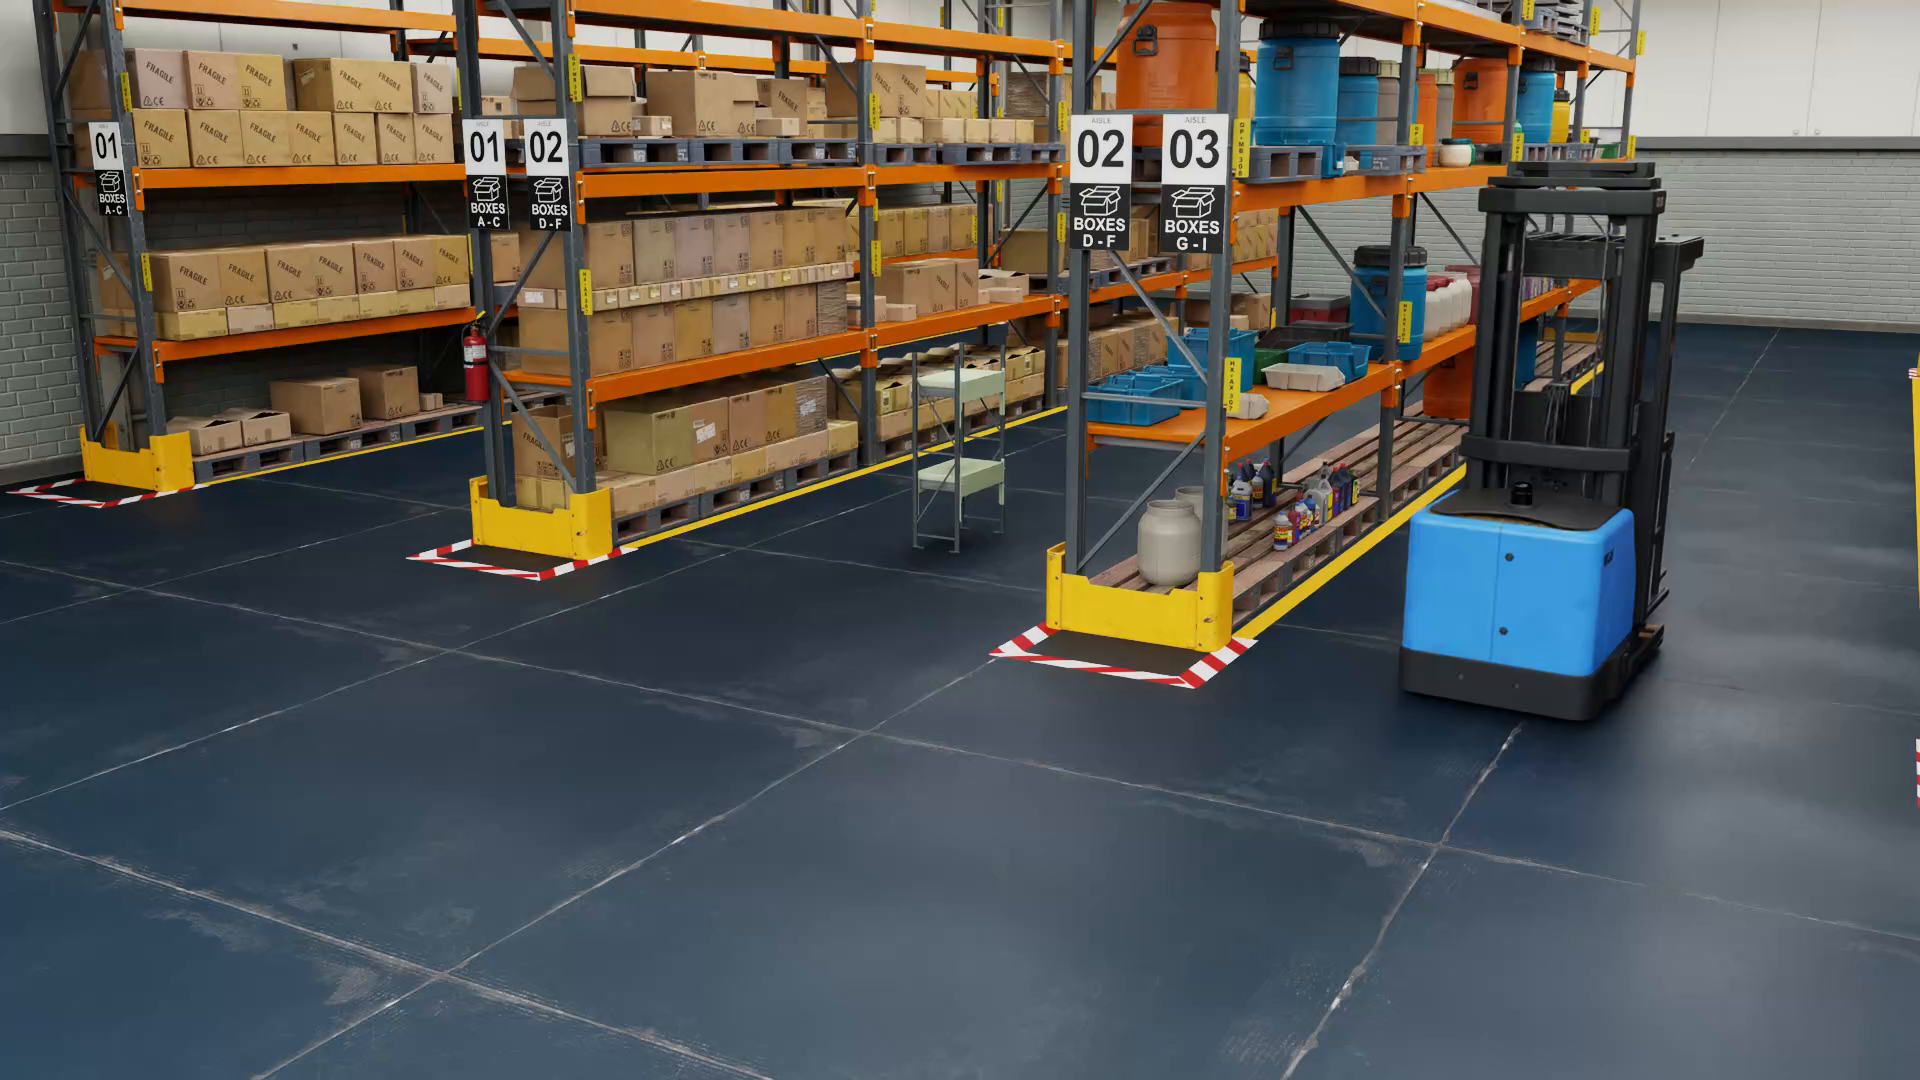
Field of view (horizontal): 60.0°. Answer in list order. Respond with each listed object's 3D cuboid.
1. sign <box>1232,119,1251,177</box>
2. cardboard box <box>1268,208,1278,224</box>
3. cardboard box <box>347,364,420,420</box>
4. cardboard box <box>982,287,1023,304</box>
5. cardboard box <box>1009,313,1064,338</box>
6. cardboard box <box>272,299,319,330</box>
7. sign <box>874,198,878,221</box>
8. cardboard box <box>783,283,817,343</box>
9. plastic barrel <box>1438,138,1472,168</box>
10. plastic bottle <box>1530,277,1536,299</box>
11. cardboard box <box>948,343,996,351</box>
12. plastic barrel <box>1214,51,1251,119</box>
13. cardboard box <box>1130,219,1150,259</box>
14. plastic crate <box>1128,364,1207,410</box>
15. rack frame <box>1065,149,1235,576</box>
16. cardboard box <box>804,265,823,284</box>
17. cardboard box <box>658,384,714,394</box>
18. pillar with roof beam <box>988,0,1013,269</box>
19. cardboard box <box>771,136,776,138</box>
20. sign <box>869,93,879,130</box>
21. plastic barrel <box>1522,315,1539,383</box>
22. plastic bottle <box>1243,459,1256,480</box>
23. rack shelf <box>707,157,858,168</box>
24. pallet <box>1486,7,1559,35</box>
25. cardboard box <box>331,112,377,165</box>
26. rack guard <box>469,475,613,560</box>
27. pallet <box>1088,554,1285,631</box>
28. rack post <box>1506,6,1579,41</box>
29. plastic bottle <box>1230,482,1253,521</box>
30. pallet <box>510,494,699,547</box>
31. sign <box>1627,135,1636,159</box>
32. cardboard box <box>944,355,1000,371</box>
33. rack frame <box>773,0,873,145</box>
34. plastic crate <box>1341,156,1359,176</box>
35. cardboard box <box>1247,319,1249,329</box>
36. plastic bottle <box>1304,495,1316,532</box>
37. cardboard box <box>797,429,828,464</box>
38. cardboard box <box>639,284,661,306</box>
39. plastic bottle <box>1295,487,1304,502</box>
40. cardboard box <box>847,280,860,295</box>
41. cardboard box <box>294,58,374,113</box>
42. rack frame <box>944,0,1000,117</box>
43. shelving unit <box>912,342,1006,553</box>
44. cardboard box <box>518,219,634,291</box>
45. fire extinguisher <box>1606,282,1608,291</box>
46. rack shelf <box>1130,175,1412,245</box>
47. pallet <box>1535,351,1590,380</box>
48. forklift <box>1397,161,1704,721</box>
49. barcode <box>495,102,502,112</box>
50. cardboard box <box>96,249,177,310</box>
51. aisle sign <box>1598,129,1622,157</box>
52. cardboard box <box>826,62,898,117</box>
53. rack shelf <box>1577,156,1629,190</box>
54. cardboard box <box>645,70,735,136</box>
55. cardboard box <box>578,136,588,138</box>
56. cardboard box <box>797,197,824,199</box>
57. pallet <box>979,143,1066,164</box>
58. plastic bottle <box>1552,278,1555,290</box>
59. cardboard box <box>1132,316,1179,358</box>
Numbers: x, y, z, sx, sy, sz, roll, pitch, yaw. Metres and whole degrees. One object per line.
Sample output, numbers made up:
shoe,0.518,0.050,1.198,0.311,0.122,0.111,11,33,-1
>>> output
sign,1.611,-2.245,9.525,0.100,0.325,0.005,7,15,28
cardboard box,4.557,-5.102,25.450,0.500,0.500,0.500,7,15,28
cardboard box,-6.074,-1.570,17.539,0.500,0.500,0.500,6,15,24
cardboard box,0.471,-2.711,18.414,0.380,0.149,0.250,7,15,28
cardboard box,0.935,-2.642,20.389,0.500,0.250,0.500,8,16,30
cardboard box,-6.537,-2.181,15.957,0.500,0.250,0.500,7,15,27
sign,-1.260,-4.895,24.635,0.100,0.325,0.005,7,15,28
cardboard box,-1.728,-2.076,15.031,0.700,0.500,0.500,7,15,27
plastic barrel,4.588,-3.590,15.421,0.301,0.262,0.301,0,14,0
plastic bottle,6.427,-2.876,18.828,0.152,0.276,0.135,7,15,28
cardboard box,0.154,-2.115,19.179,0.500,0.311,0.500,8,16,30
plastic barrel,1.571,-2.848,10.747,0.600,0.588,0.600,0,14,0
cardboard box,2.173,-4.050,22.324,0.700,0.500,0.500,2,14,9
plastic crate,1.430,-1.042,11.274,0.499,0.251,0.408,7,15,28
rack frame,1.131,-0.845,10.140,1.000,3.000,0.127,7,15,28
cardboard box,-1.459,-2.407,15.022,0.380,0.149,0.250,7,15,26
cardboard box,-2.491,-1.092,14.535,0.500,0.500,0.500,7,15,28
pillar with roof beam,4.510,-8.331,28.390,9.100,9.000,0.400,7,15,28
cardboard box,-2.772,-5.765,22.996,0.700,0.500,0.500,7,15,28
sign,-0.783,-3.914,15.194,0.100,0.325,0.005,7,15,28
plastic barrel,6.654,-2.382,20.094,0.600,0.901,0.708,7,15,28
plastic bottle,2.312,-0.474,13.311,0.144,0.351,0.185,8,16,30
rack shelf,-2.707,-5.128,23.039,1.077,0.370,4.000,7,15,28
pallet,5.374,-5.261,16.914,1.213,0.211,1.003,7,15,28
cardboard box,-6.126,-3.953,16.375,0.500,0.500,0.500,7,15,26
rack guard,-3.215,-0.187,12.744,1.175,0.500,0.348,7,15,28
pallet,1.524,0.323,11.243,1.003,0.211,1.213,7,15,28
rack post,6.065,-5.551,17.925,0.937,0.300,0.954,9,16,34
plastic bottle,2.157,-0.300,12.749,0.152,0.276,0.135,7,15,28
pallet,-2.870,-0.214,13.469,1.003,0.211,1.213,7,15,28
sign,9.355,-5.476,23.172,0.100,0.325,0.005,7,15,28
cardboard box,0.135,-1.843,18.052,0.500,0.311,0.500,7,15,28
rack frame,-1.269,-5.145,15.172,1.000,3.000,0.127,7,15,28
plastic crate,2.643,-2.621,11.668,0.243,0.136,0.396,7,15,28
cardboard box,4.210,-3.314,25.487,0.380,0.166,0.250,7,15,28
plastic bottle,2.593,-0.202,12.354,0.097,0.271,0.097,0,14,0
cardboard box,-1.553,-0.874,15.230,0.500,0.250,0.500,7,15,28
cardboard box,-2.578,-1.933,13.054,0.380,0.149,0.250,7,15,28
plastic bottle,2.582,-0.268,12.602,0.061,0.283,0.133,7,15,28
cardboard box,-1.941,-3.441,24.597,0.750,0.750,0.750,8,15,29
cardboard box,-6.111,-4.436,16.243,0.500,0.500,0.500,7,15,26
rack frame,0.194,-8.167,27.709,1.000,3.000,0.127,7,15,28
shelving unit,-0.003,-0.728,12.852,0.431,1.500,0.755,7,15,28
cardboard box,-2.941,-2.192,12.744,0.700,0.500,0.500,7,15,28
fire extinguisher,9.337,-3.889,23.724,0.296,0.674,0.183,7,15,28
rack shelf,2.098,-2.364,11.575,1.077,0.370,4.000,7,15,28
pallet,7.843,-2.358,22.365,1.003,0.211,1.213,7,15,28
forklift,3.673,-0.757,9.918,1.130,2.935,3.031,9,16,32
barcode,-3.479,-3.264,12.535,0.001,0.075,0.075,7,15,28
cardboard box,-7.499,-2.390,15.224,0.500,0.500,0.500,7,15,27
aisle sign,9.157,-5.373,23.375,0.394,0.787,0.004,7,15,28
cardboard box,-0.937,-4.304,15.911,0.500,0.500,0.500,8,15,29
rack shelf,7.899,-4.826,21.787,1.077,0.370,4.000,7,15,28
cardboard box,-2.161,-3.496,13.327,0.500,0.500,0.500,7,15,28
cardboard box,-4.677,-4.856,19.265,0.500,0.500,0.500,7,15,26
cardboard box,-2.191,-4.932,24.602,0.500,0.250,0.500,8,16,30
pallet,0.415,-4.266,18.330,1.213,0.211,1.003,8,16,31
plastic bottle,7.025,-3.130,19.880,0.152,0.276,0.135,7,15,28
cardboard box,2.610,-2.734,22.370,0.500,0.500,0.500,7,15,28
